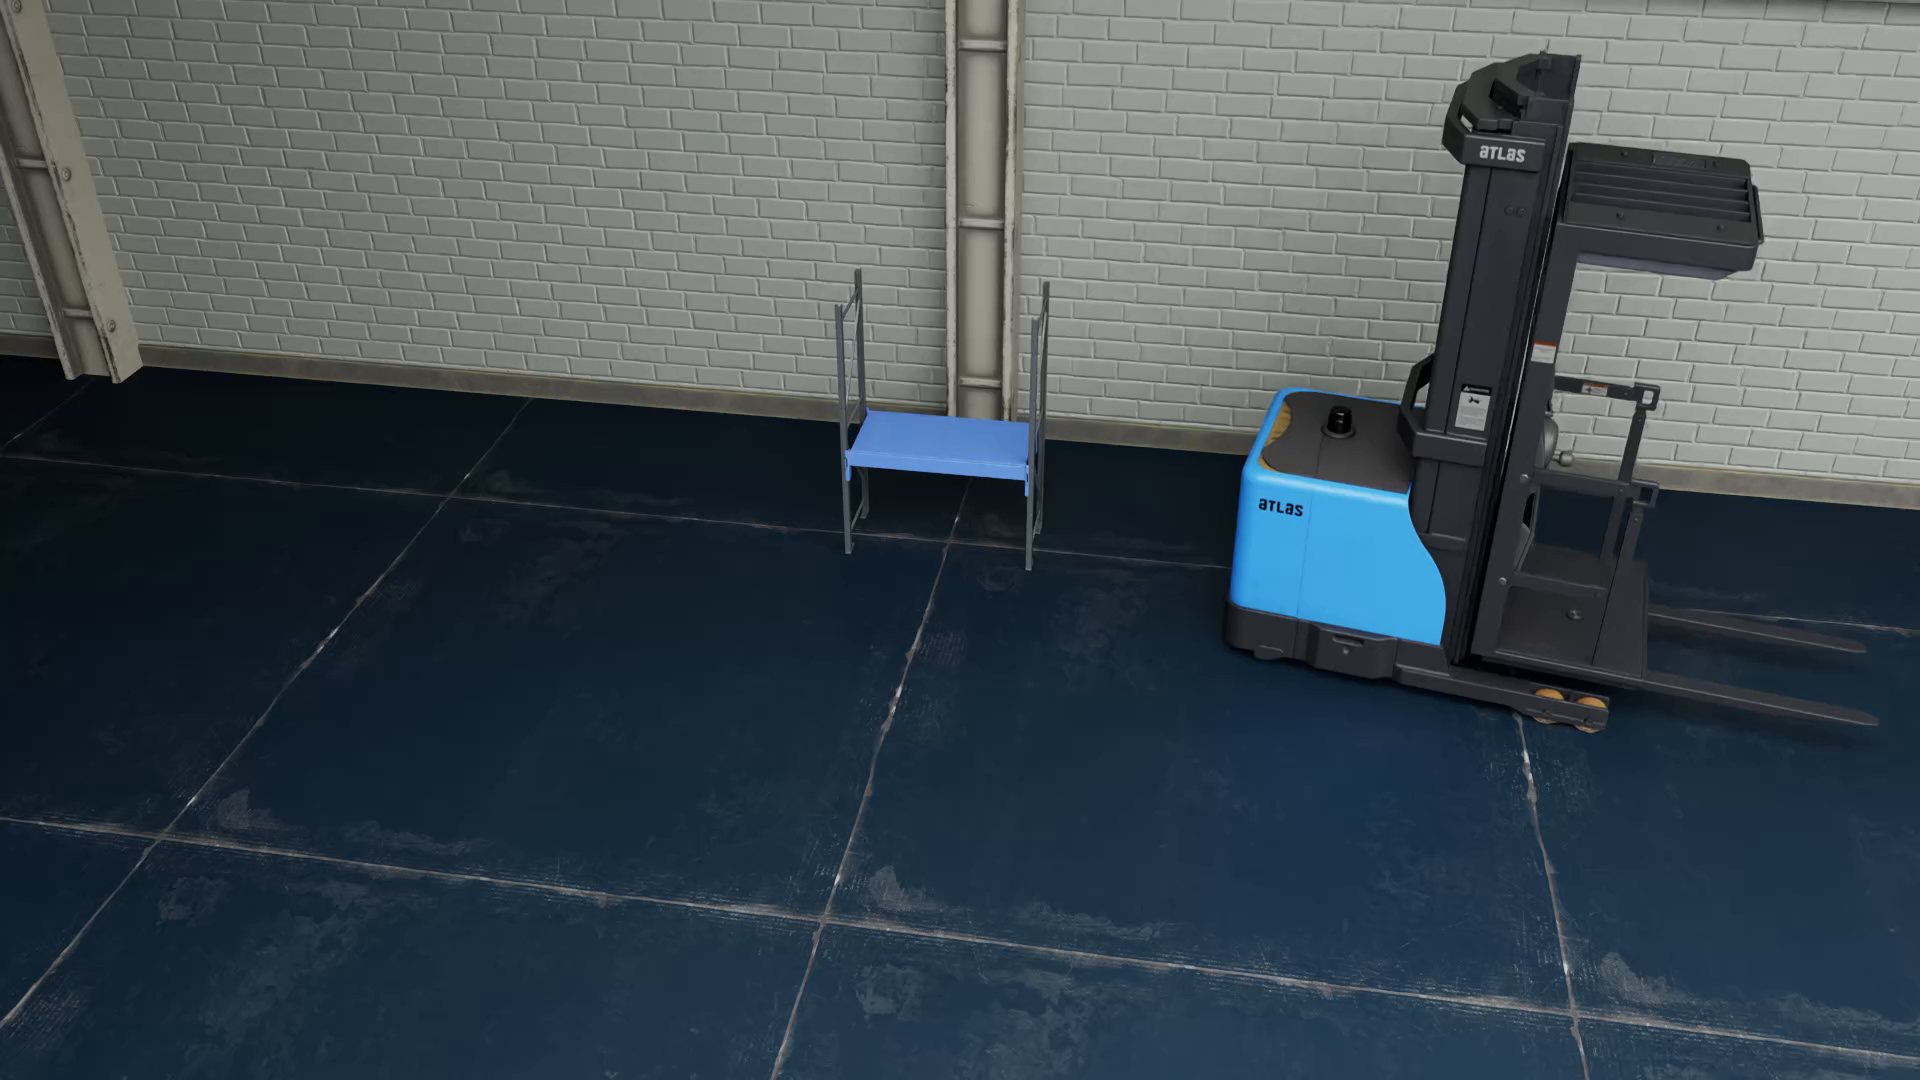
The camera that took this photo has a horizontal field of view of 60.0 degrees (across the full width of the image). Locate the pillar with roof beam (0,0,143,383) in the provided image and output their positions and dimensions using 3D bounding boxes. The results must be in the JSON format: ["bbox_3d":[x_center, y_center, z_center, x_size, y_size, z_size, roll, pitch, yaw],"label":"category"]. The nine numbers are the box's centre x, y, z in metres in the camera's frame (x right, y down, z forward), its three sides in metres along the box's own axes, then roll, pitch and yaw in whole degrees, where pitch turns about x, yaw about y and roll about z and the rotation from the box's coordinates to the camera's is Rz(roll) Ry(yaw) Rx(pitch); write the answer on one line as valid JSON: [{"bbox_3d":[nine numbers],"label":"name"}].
[{"bbox_3d":[-6.501,-2.705,5.264,0.400,9.000,9.100,5,32,8],"label":"pillar with roof beam"}]

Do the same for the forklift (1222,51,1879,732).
[{"bbox_3d":[2.915,-0.642,7.687,3.031,2.935,1.130,11,34,17],"label":"forklift"}]

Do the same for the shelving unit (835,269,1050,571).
[{"bbox_3d":[-0.084,-0.643,9.038,1.048,1.500,0.538,5,32,8],"label":"shelving unit"}]

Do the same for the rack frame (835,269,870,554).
[{"bbox_3d":[-0.585,-0.689,9.111,0.032,1.500,0.500,5,32,8],"label":"rack frame"}]

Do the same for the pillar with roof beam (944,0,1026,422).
[{"bbox_3d":[-0.586,-2.169,4.408,0.400,9.000,9.100,5,32,8],"label":"pillar with roof beam"}]

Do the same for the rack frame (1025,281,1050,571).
[{"bbox_3d":[0.417,-0.598,8.966,0.032,1.500,0.500,5,32,8],"label":"rack frame"}]

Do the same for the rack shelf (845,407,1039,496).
[{"bbox_3d":[-0.084,-0.491,9.134,1.000,0.185,0.538,5,32,8],"label":"rack shelf"}]
